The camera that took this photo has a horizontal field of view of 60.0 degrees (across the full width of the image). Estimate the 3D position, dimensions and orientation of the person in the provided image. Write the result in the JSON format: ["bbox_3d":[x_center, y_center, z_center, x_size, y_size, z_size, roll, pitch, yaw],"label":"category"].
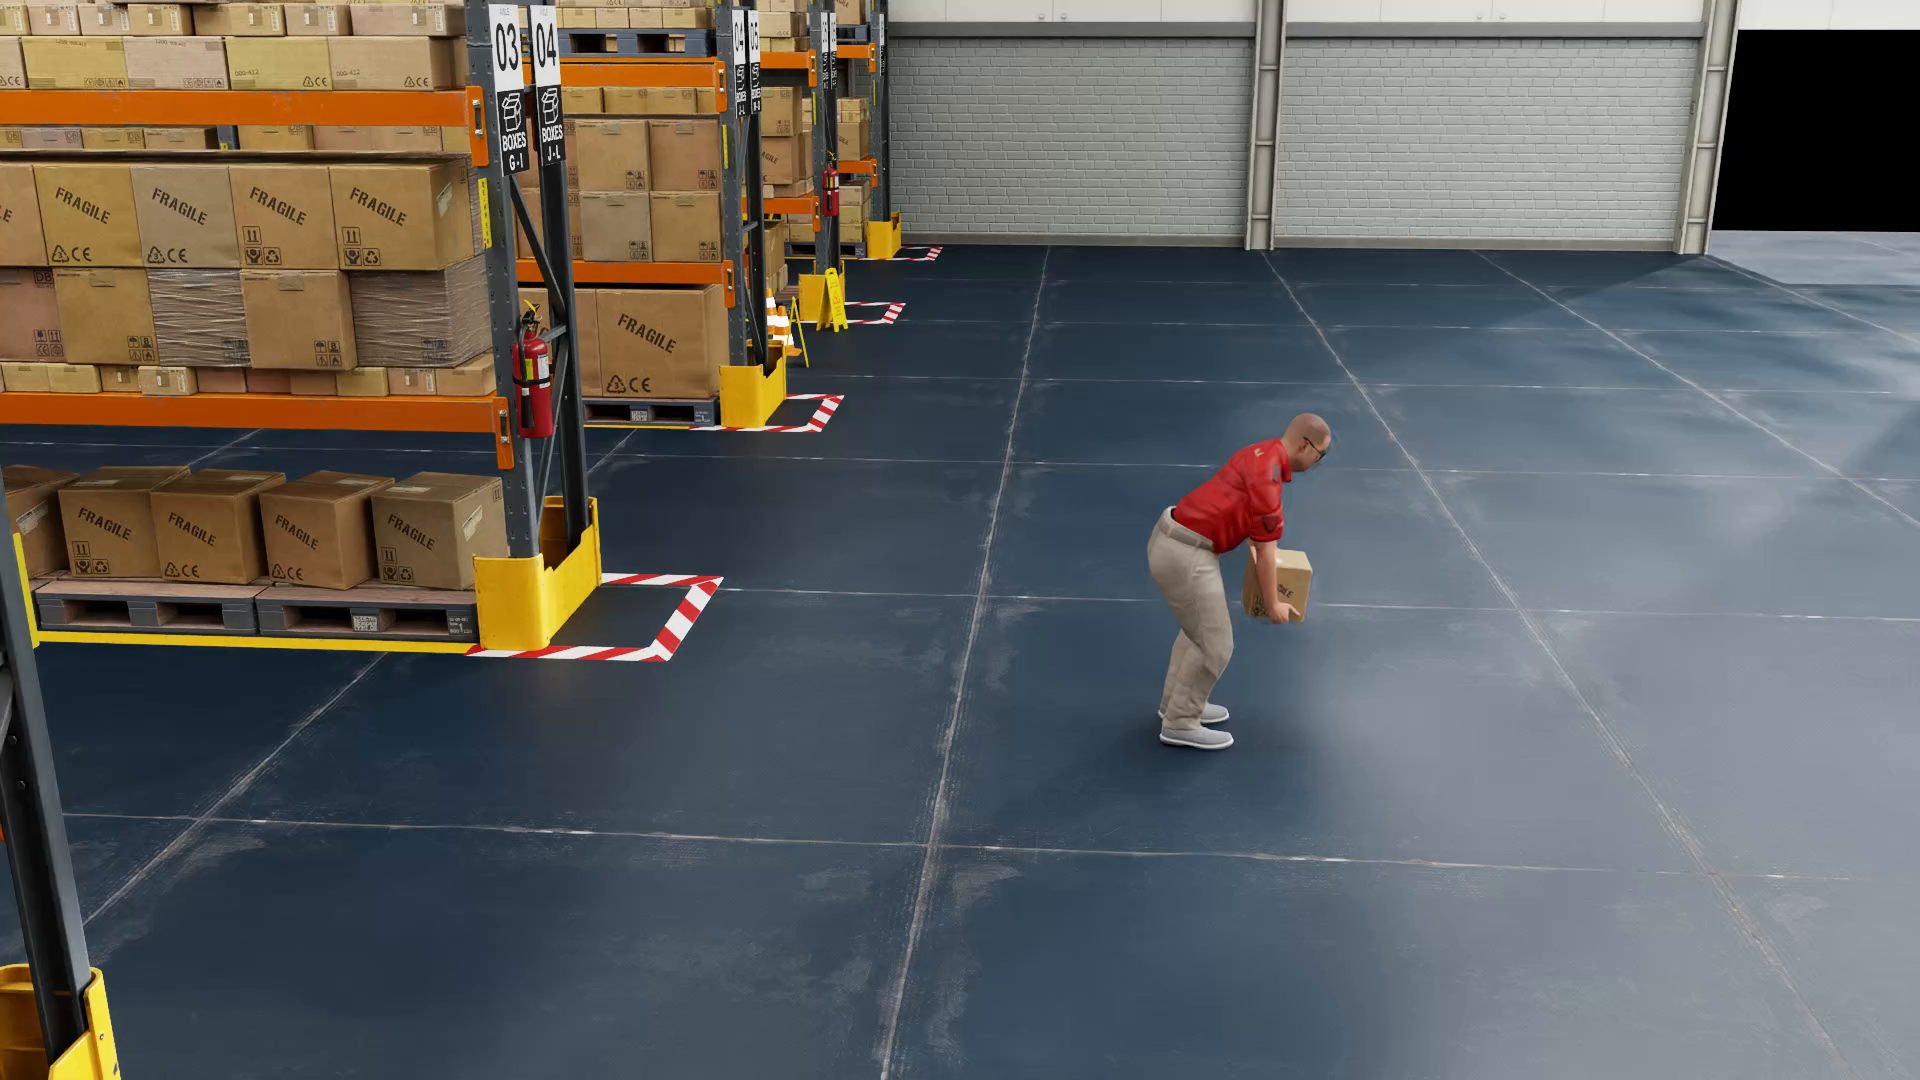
[{"bbox_3d":[1.225,0.170,7.430,0.778,1.494,0.489,1,17,3],"label":"person"}]
